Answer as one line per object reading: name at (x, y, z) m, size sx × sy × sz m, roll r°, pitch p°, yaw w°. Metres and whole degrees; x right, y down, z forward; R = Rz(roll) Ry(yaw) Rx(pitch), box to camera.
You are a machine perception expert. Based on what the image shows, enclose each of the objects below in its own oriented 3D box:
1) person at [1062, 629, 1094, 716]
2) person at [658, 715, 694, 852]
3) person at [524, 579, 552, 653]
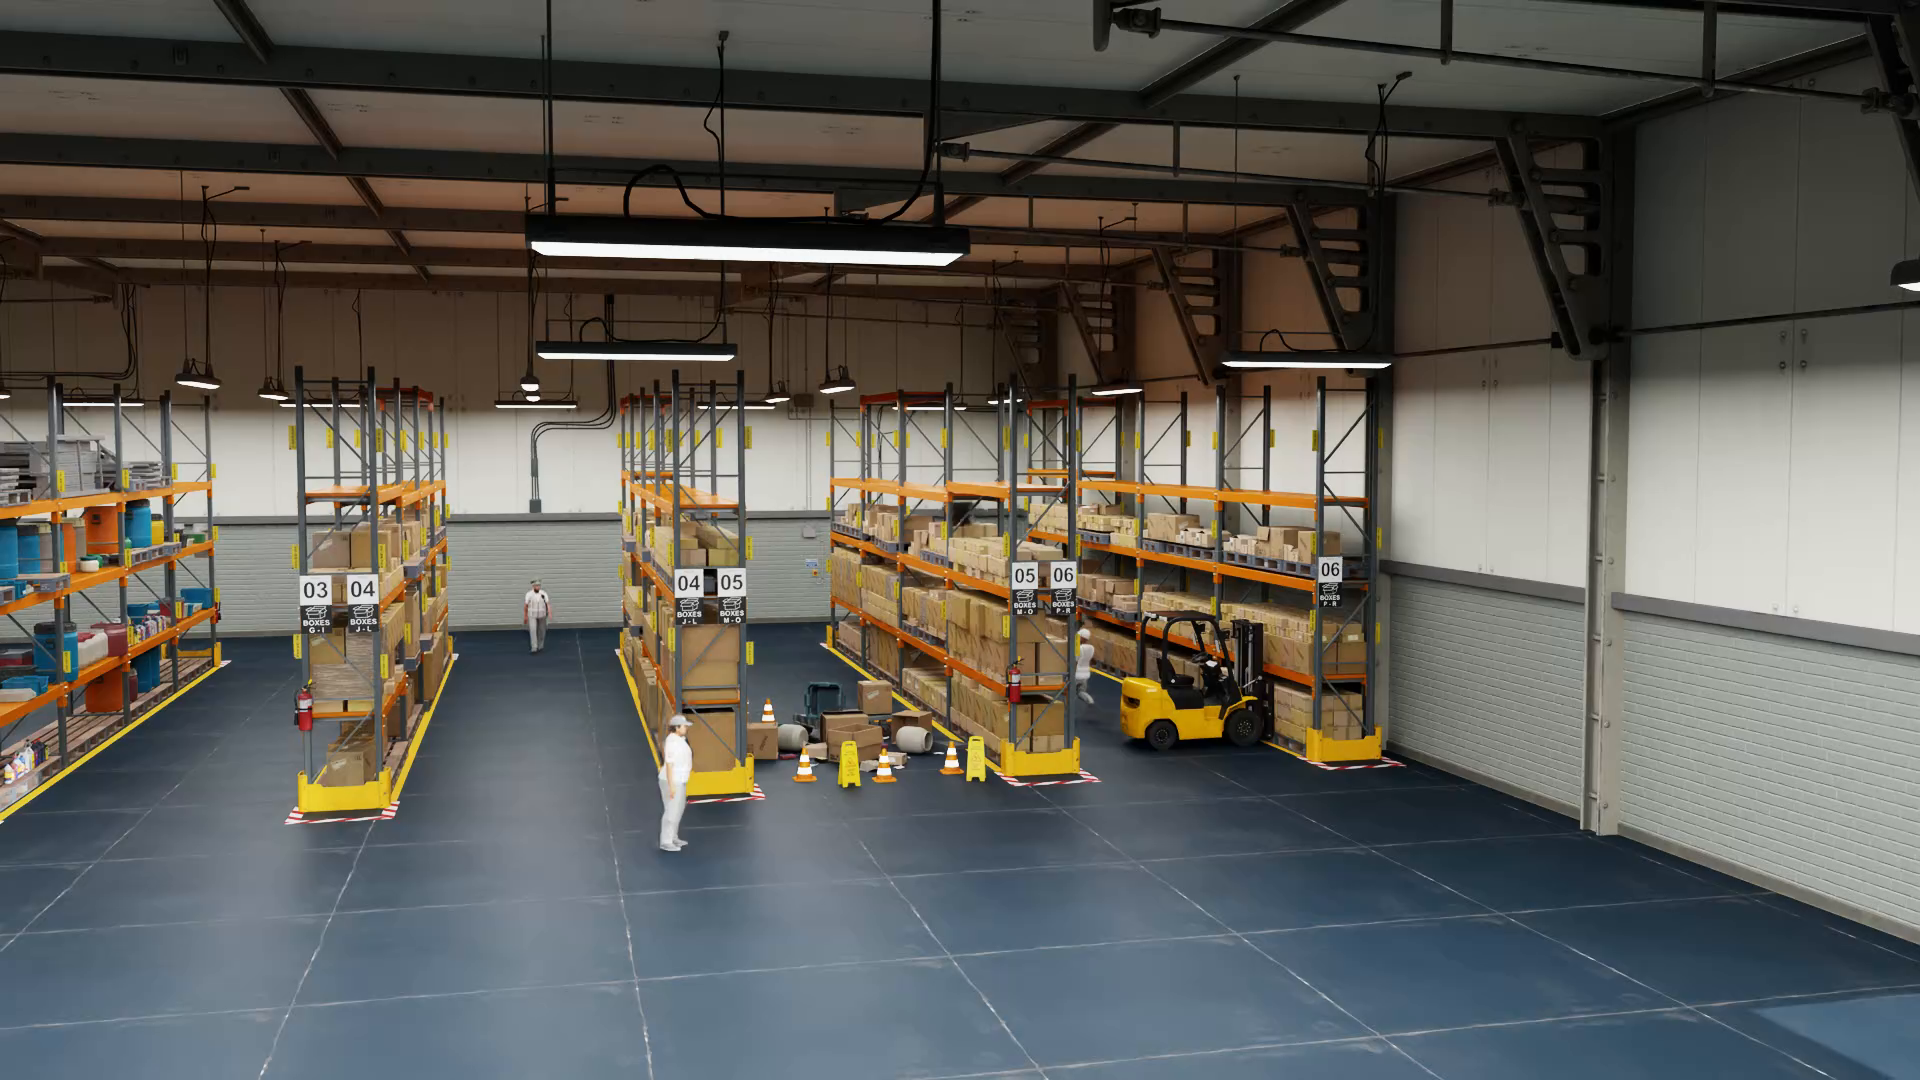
person at (2.054, 2.398, 29.914) m, size 0.656 × 1.635 × 0.854 m, roll -2°, pitch 4°, yaw -33°
person at (-3.473, 2.963, 20.376) m, size 0.429 × 1.663 × 0.580 m, roll 0°, pitch 3°, yaw 1°
person at (-9.972, 1.783, 39.279) m, size 0.651 × 1.718 × 1.048 m, roll -1°, pitch 4°, yaw -17°
